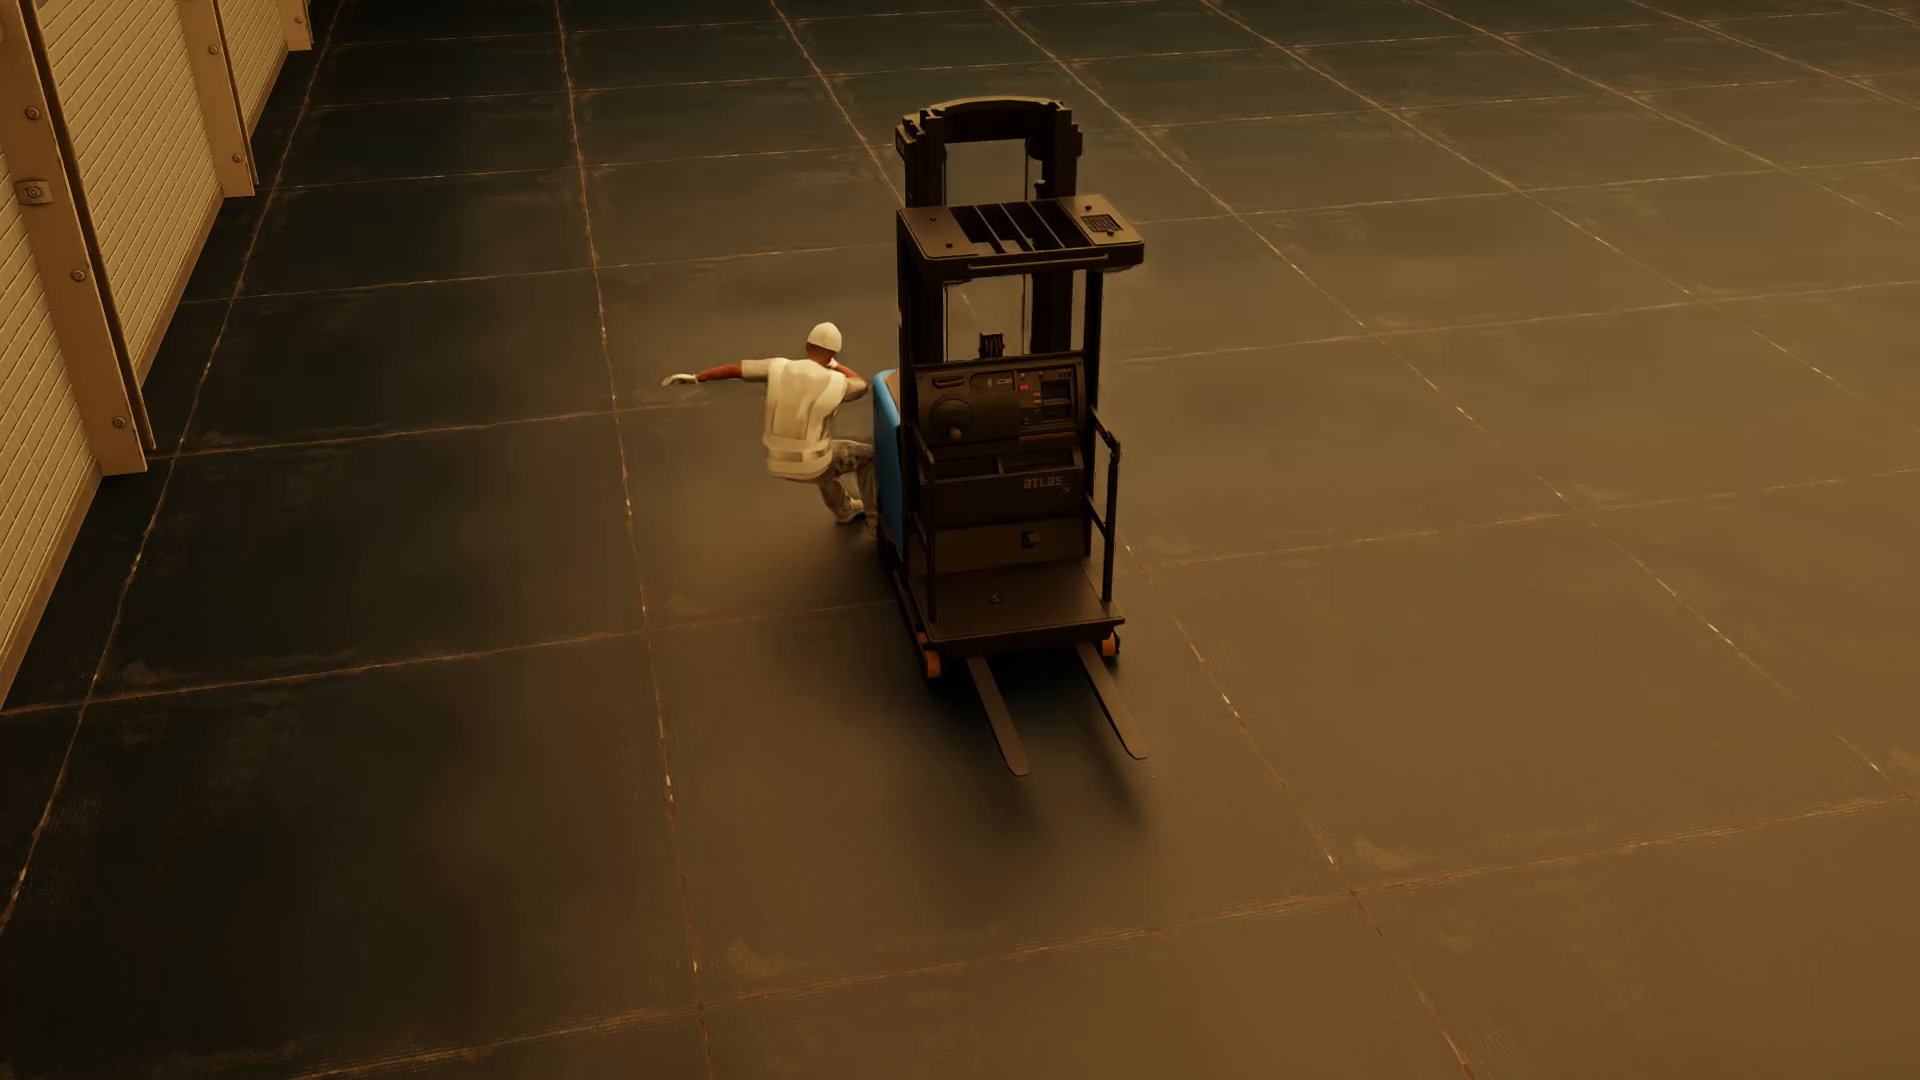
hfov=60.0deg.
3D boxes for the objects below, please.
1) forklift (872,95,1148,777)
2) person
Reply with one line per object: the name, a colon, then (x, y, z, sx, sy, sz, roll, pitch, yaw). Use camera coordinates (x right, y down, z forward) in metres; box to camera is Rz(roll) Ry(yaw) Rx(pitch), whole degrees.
forklift: (0.271, -0.706, 8.794, 1.130, 2.935, 3.031, -6, 31, -11)
person: (-1.030, -0.679, 10.249, 1.334, 1.422, 0.859, 10, 32, 17)
